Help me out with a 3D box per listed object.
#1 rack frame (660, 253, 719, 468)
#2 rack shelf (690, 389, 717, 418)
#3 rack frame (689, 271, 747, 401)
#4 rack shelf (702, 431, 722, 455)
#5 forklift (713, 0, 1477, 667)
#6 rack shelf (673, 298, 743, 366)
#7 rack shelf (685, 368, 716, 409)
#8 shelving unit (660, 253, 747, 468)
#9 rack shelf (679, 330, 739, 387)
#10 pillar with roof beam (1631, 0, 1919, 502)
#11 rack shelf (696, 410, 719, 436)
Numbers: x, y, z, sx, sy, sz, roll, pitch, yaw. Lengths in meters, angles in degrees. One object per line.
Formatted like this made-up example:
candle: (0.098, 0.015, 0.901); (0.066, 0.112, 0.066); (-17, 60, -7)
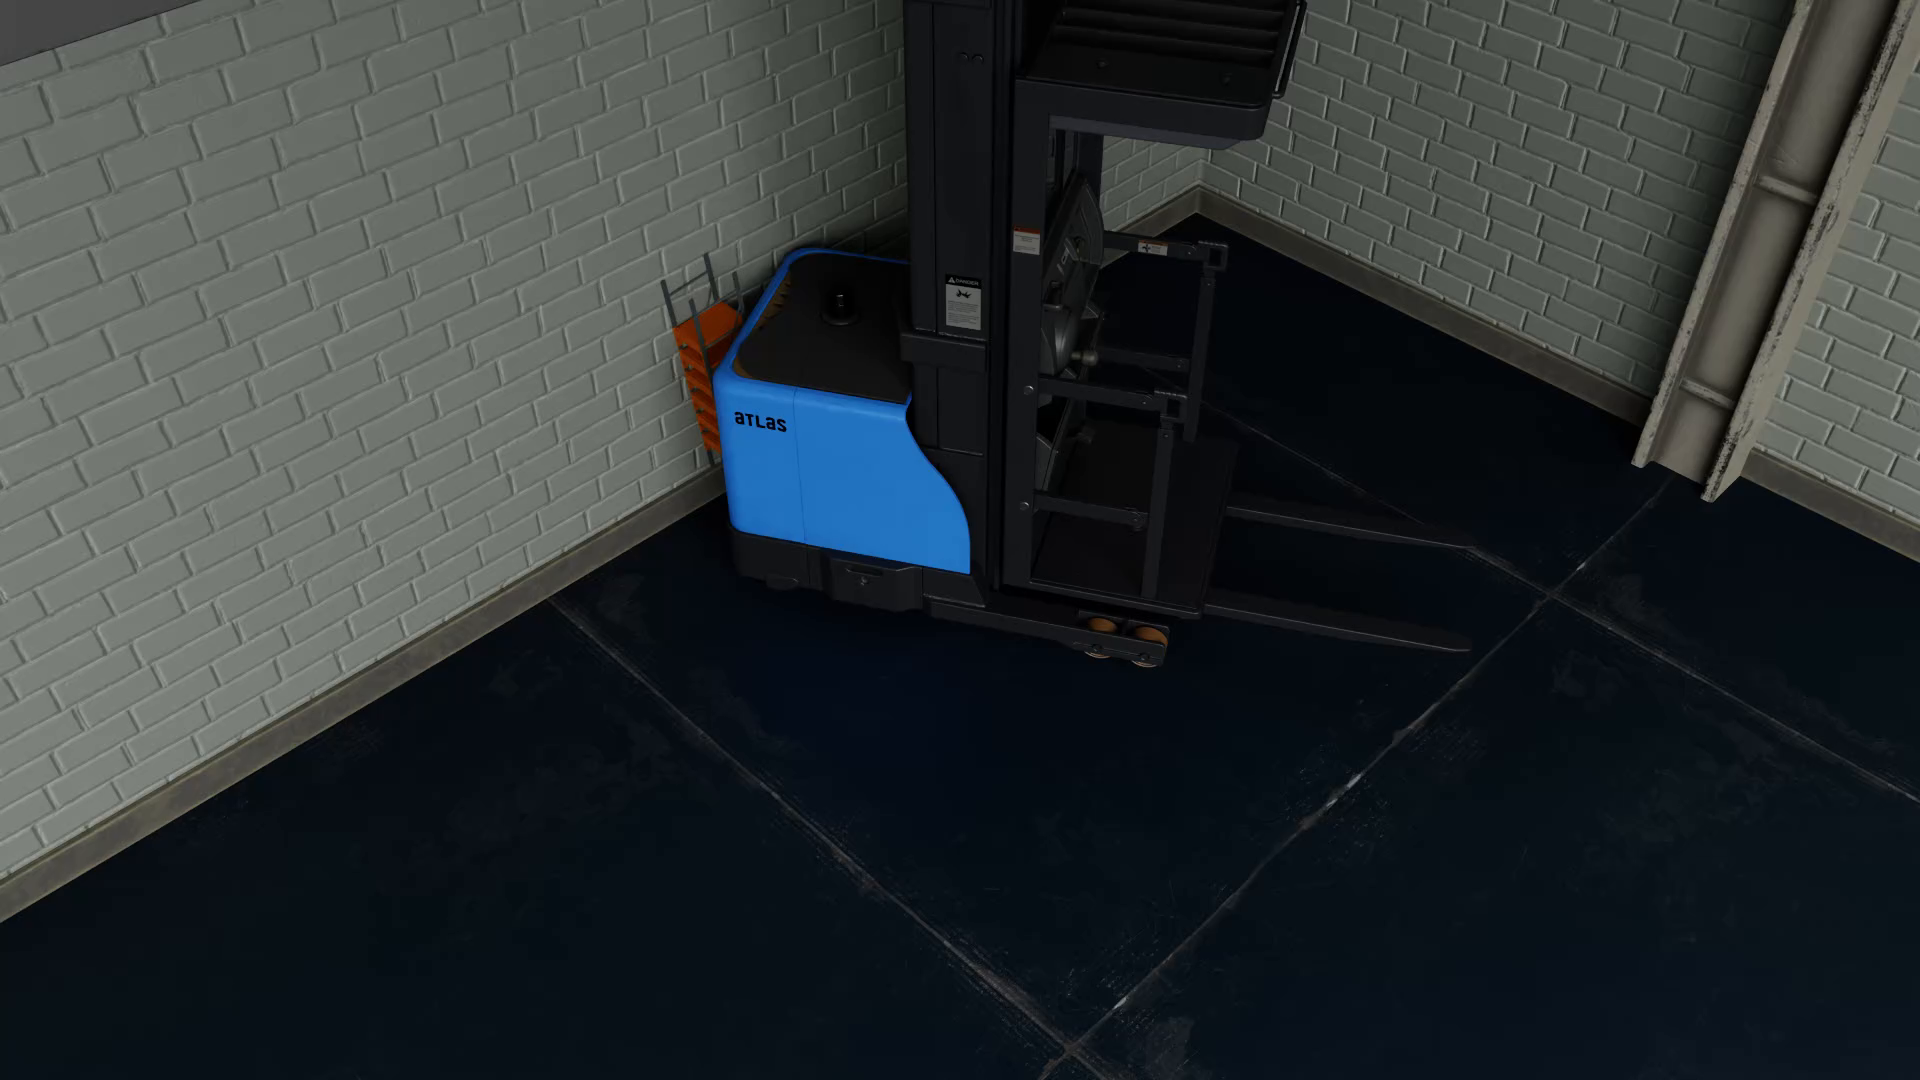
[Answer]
rack frame: (-1.054, -0.686, 7.096); (0.240, 1.200, 0.006); (-38, 54, -26)
rack shelf: (-0.987, -0.612, 7.080); (0.258, 0.103, 0.180); (-38, 54, -26)
rack frame: (-0.926, -0.597, 6.999); (0.240, 1.200, 0.006); (-38, 54, -26)
rack shelf: (-0.967, -0.450, 7.256); (0.258, 0.103, 0.180); (-38, 54, -26)
forklift: (0.607, -0.967, 6.136); (3.031, 2.935, 1.130); (10, 44, 11)
rack shelf: (-1.016, -0.855, 6.816); (0.258, 0.103, 0.180); (-38, 54, -26)
rack shelf: (-0.996, -0.693, 6.992); (0.258, 0.103, 0.180); (-38, 54, -26)
shelving unit: (-0.990, -0.642, 7.047); (0.258, 1.200, 0.189); (-38, 54, -26)
rack shelf: (-1.006, -0.774, 6.904); (0.258, 0.103, 0.180); (-38, 54, -26)
pillar with roof beam: (0.277, -1.575, 2.324); (9.100, 9.000, 0.400); (-34, 53, -31)
rack shelf: (-0.977, -0.531, 7.168); (0.258, 0.103, 0.180); (-38, 54, -26)
